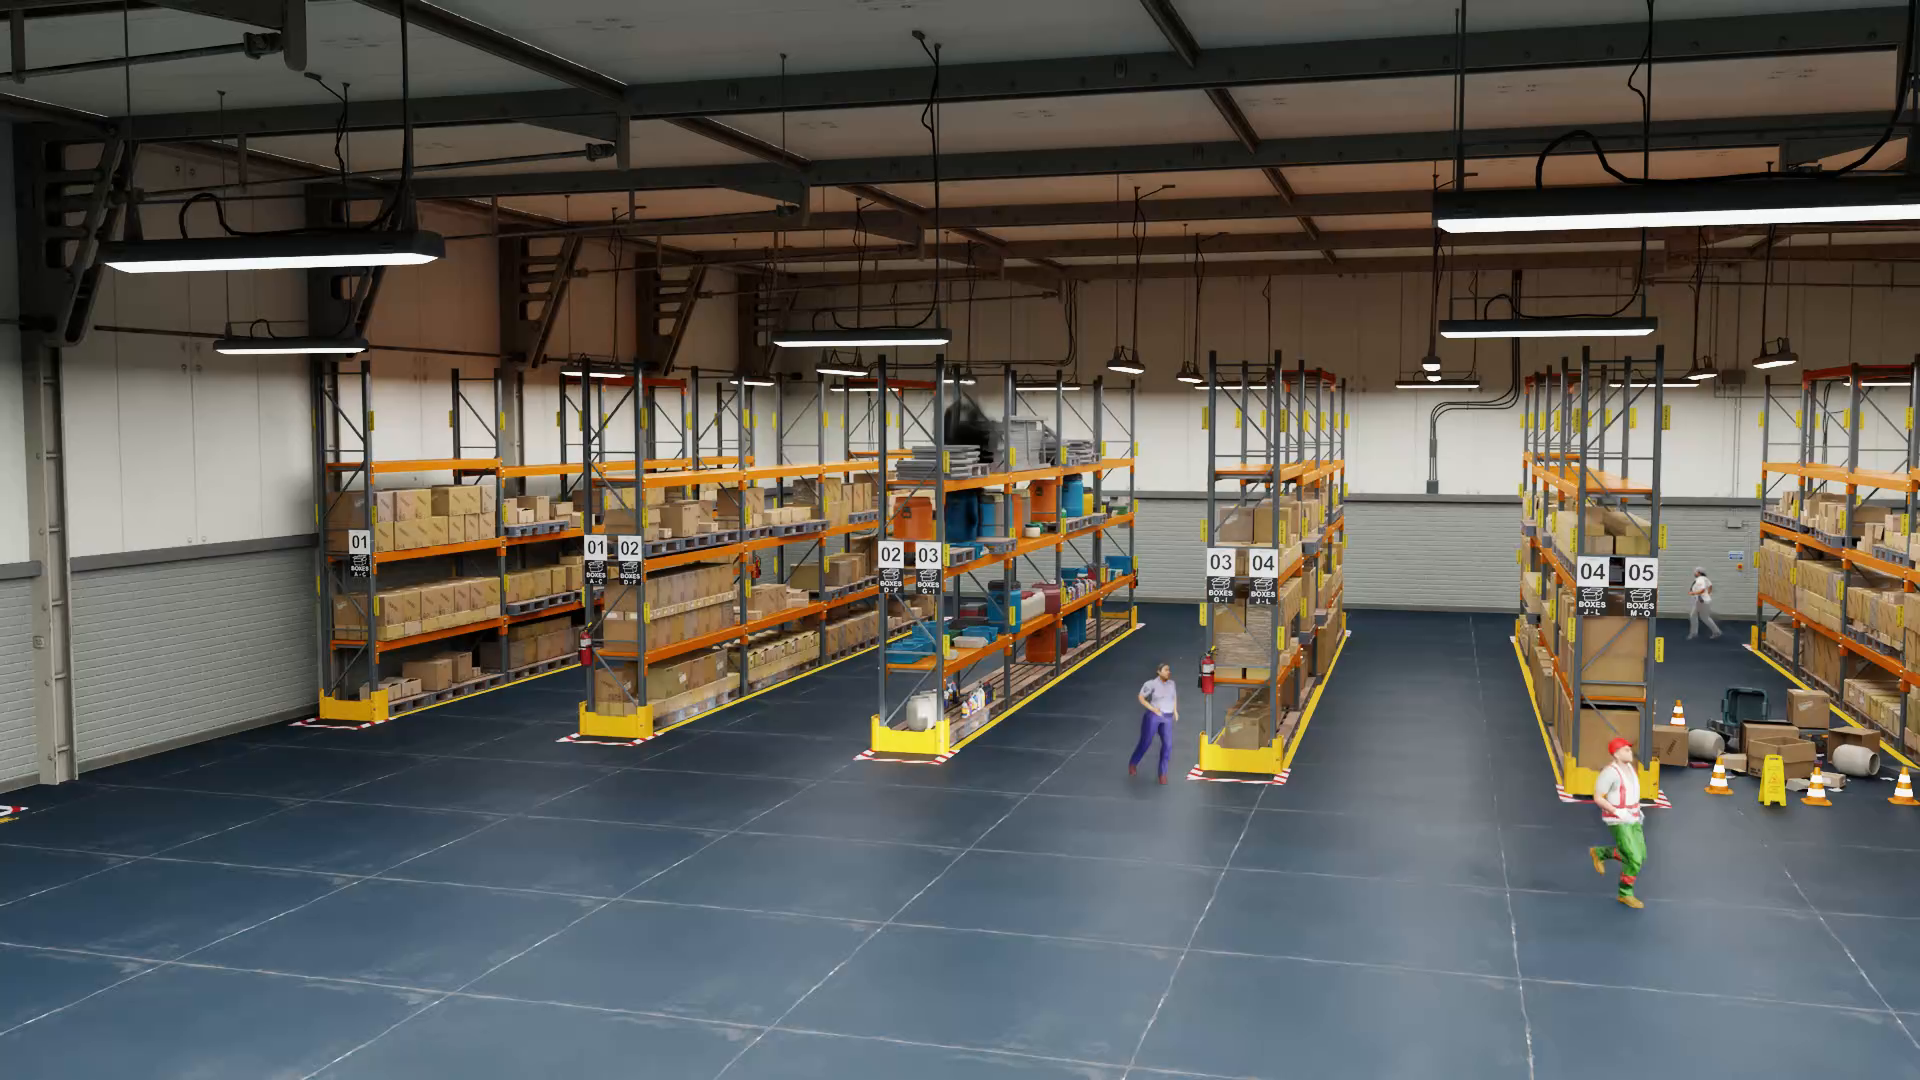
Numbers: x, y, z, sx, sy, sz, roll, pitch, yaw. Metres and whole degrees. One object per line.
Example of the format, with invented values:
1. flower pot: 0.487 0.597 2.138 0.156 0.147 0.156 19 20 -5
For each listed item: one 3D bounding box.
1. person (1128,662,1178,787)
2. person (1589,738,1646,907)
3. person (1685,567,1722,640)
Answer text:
1. person: 2.776 2.539 23.196 0.695 1.665 0.846 -1 4 -17
2. person: 6.842 2.911 17.338 0.676 1.725 0.675 -3 5 -40
3. person: 16.987 1.470 37.935 0.768 1.714 0.598 2 4 22
